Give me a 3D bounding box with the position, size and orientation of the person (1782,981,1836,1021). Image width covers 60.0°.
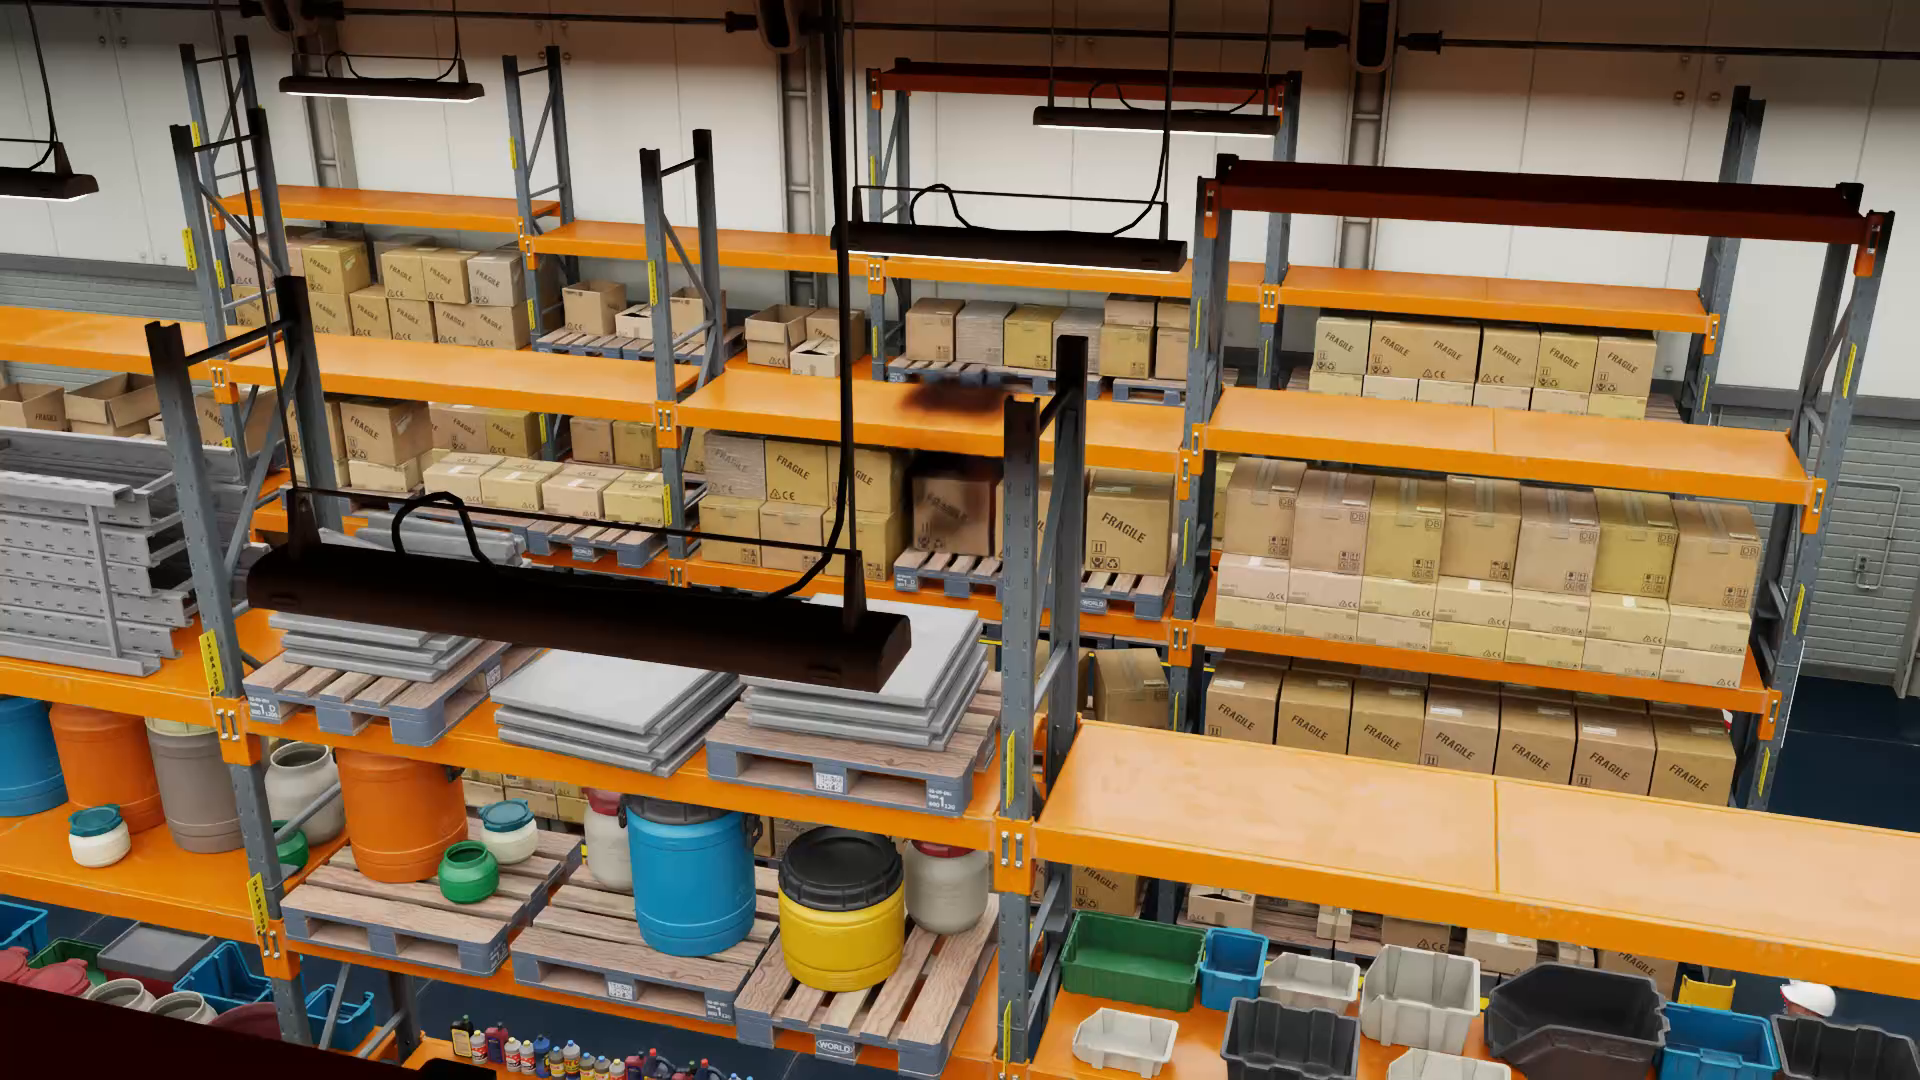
[{"bbox_3d":[5.036,3.460,10.171,0.555,1.798,0.582,-5,23,-11],"label":"person"}]
